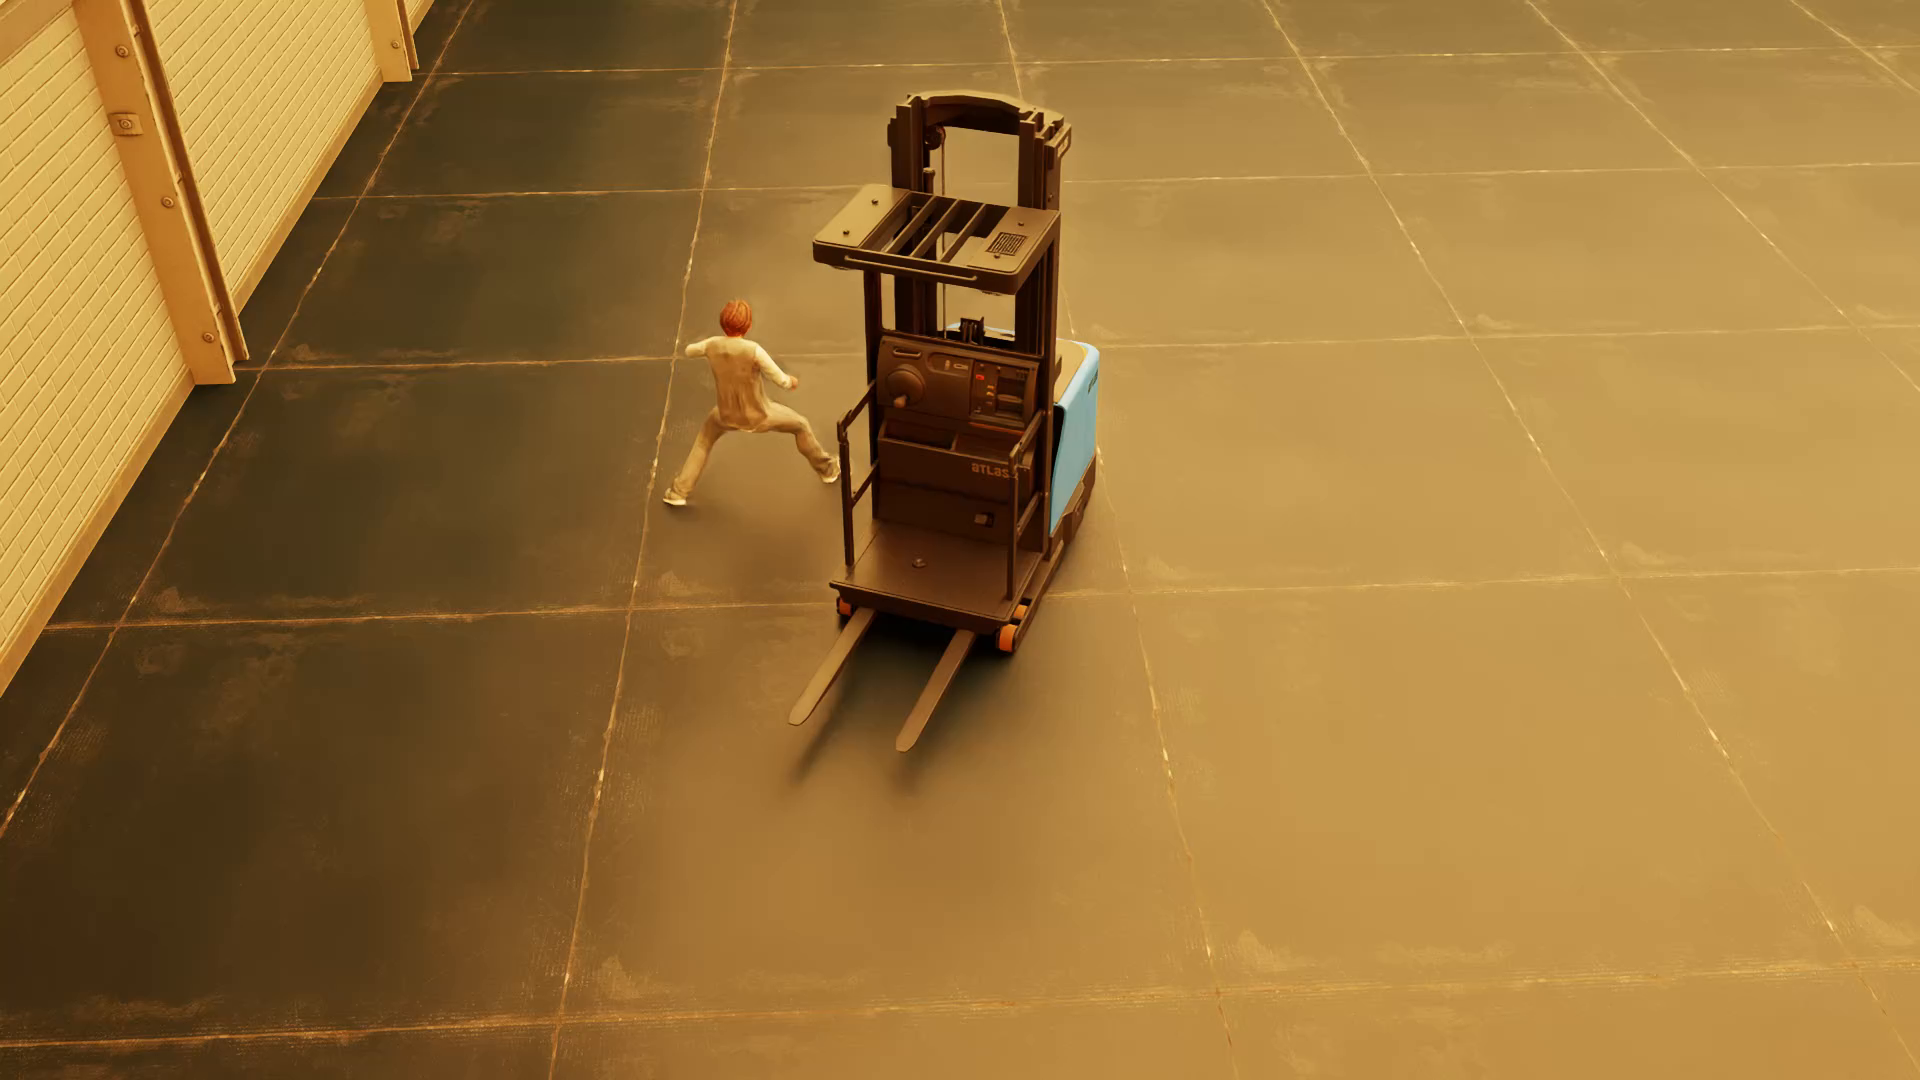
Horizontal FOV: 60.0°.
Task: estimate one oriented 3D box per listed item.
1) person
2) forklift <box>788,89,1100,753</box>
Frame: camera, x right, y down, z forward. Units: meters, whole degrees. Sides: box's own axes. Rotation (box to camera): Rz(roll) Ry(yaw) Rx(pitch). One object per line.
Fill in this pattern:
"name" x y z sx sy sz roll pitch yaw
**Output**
"person" -1.361 -0.919 10.563 0.991 1.418 0.907 12 38 16
"forklift" -0.089 -0.810 9.122 1.130 2.935 3.031 12 38 16
